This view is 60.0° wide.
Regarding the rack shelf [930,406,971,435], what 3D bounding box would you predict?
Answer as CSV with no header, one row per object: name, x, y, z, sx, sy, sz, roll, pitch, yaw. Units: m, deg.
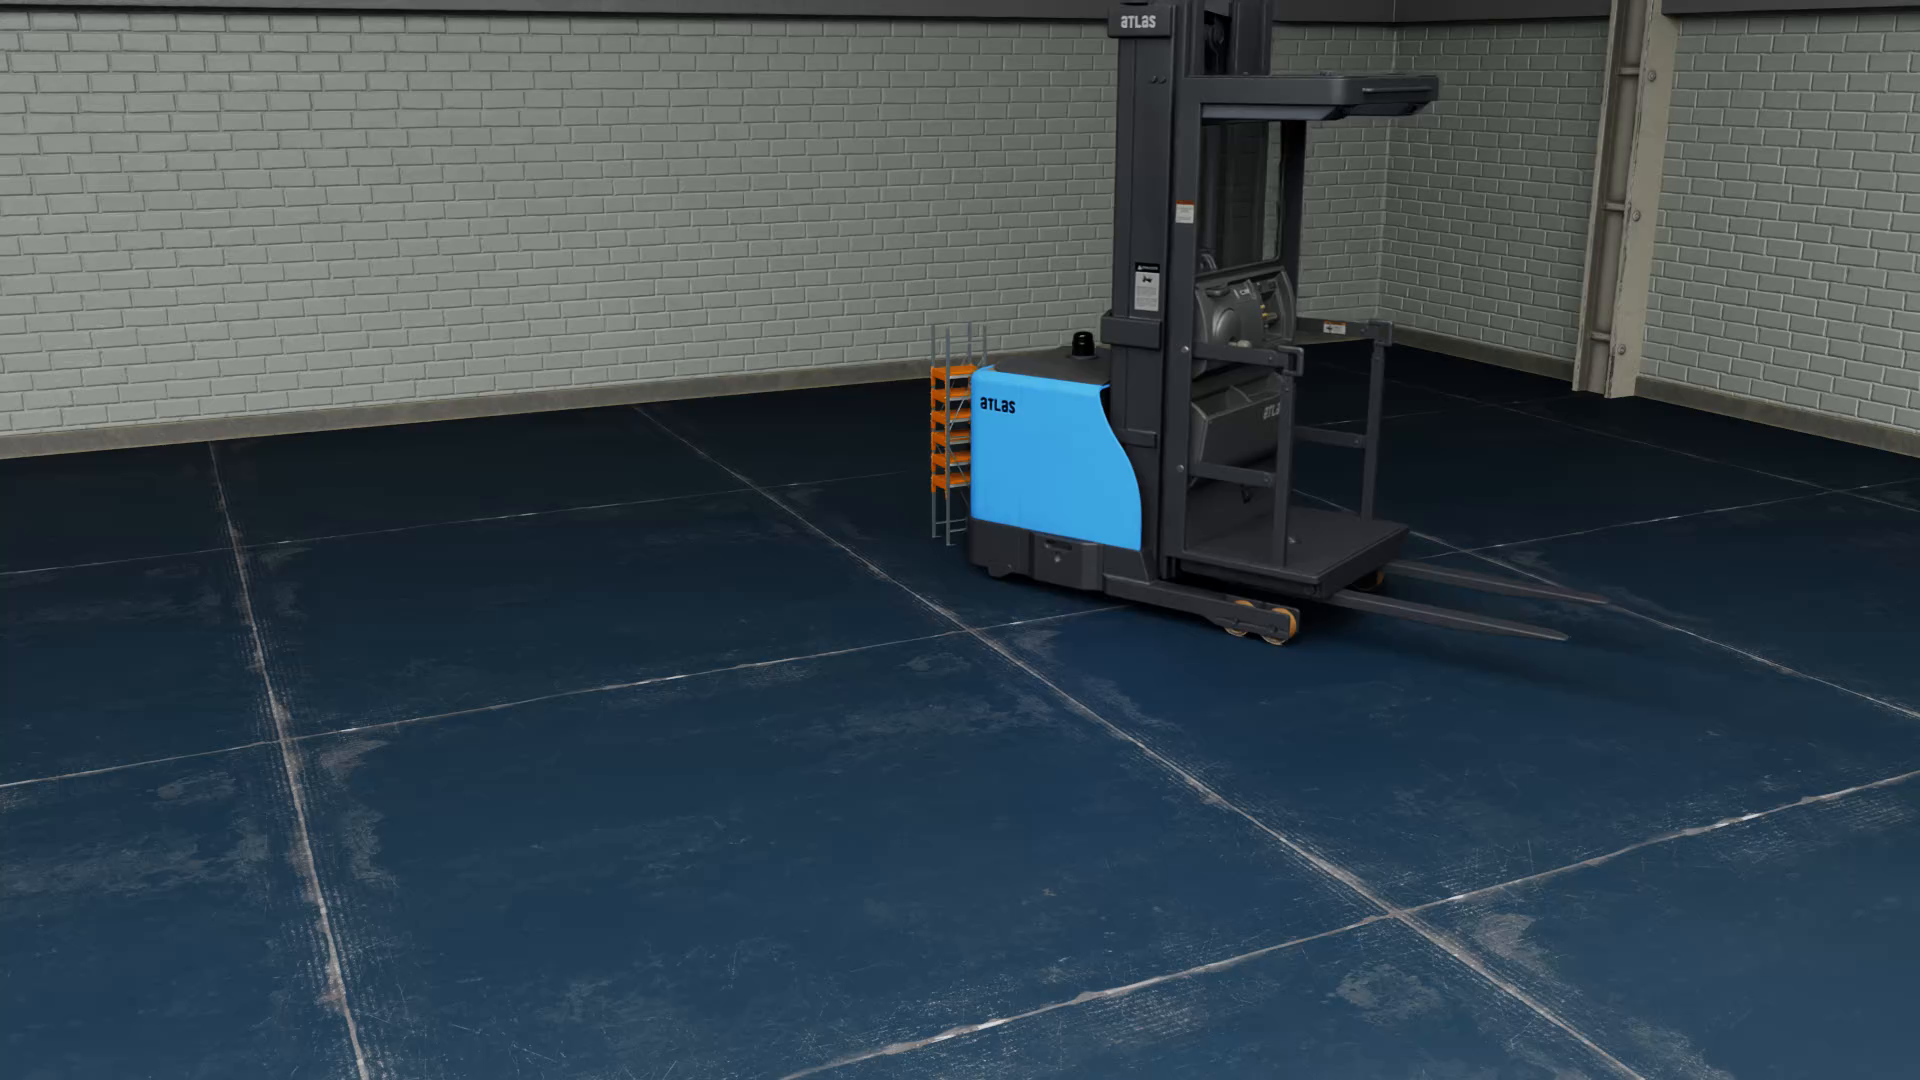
rack shelf,-0.006,-0.653,9.077,0.258,0.103,0.180,-8,18,-25

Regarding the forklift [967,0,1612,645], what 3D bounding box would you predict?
forklift,1.525,-1.097,7.761,3.031,2.935,1.130,12,20,35

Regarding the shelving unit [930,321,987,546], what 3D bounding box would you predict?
shelving unit,-0.006,-0.580,9.098,0.258,1.200,0.189,-8,18,-25

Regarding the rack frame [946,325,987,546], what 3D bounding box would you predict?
rack frame,0.034,-0.558,9.019,0.240,1.200,0.006,-8,18,-25

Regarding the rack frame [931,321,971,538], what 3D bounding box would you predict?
rack frame,-0.046,-0.603,9.177,0.240,1.200,0.006,-8,18,-25

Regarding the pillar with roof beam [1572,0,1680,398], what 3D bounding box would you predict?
pillar with roof beam,1.315,-4.994,10.339,9.100,9.000,0.400,-8,18,-25

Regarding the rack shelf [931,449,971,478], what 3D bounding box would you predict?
rack shelf,-0.006,-0.422,9.143,0.258,0.103,0.180,-8,18,-25

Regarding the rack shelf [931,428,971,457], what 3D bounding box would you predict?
rack shelf,-0.006,-0.538,9.110,0.258,0.103,0.180,-8,18,-25

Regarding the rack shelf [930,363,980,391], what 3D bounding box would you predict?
rack shelf,-0.006,-0.884,9.011,0.258,0.103,0.180,-8,18,-25

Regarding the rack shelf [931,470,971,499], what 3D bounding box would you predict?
rack shelf,-0.006,-0.307,9.176,0.258,0.103,0.180,-8,18,-25

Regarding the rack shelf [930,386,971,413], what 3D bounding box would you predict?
rack shelf,-0.006,-0.768,9.044,0.258,0.103,0.180,-8,18,-25
